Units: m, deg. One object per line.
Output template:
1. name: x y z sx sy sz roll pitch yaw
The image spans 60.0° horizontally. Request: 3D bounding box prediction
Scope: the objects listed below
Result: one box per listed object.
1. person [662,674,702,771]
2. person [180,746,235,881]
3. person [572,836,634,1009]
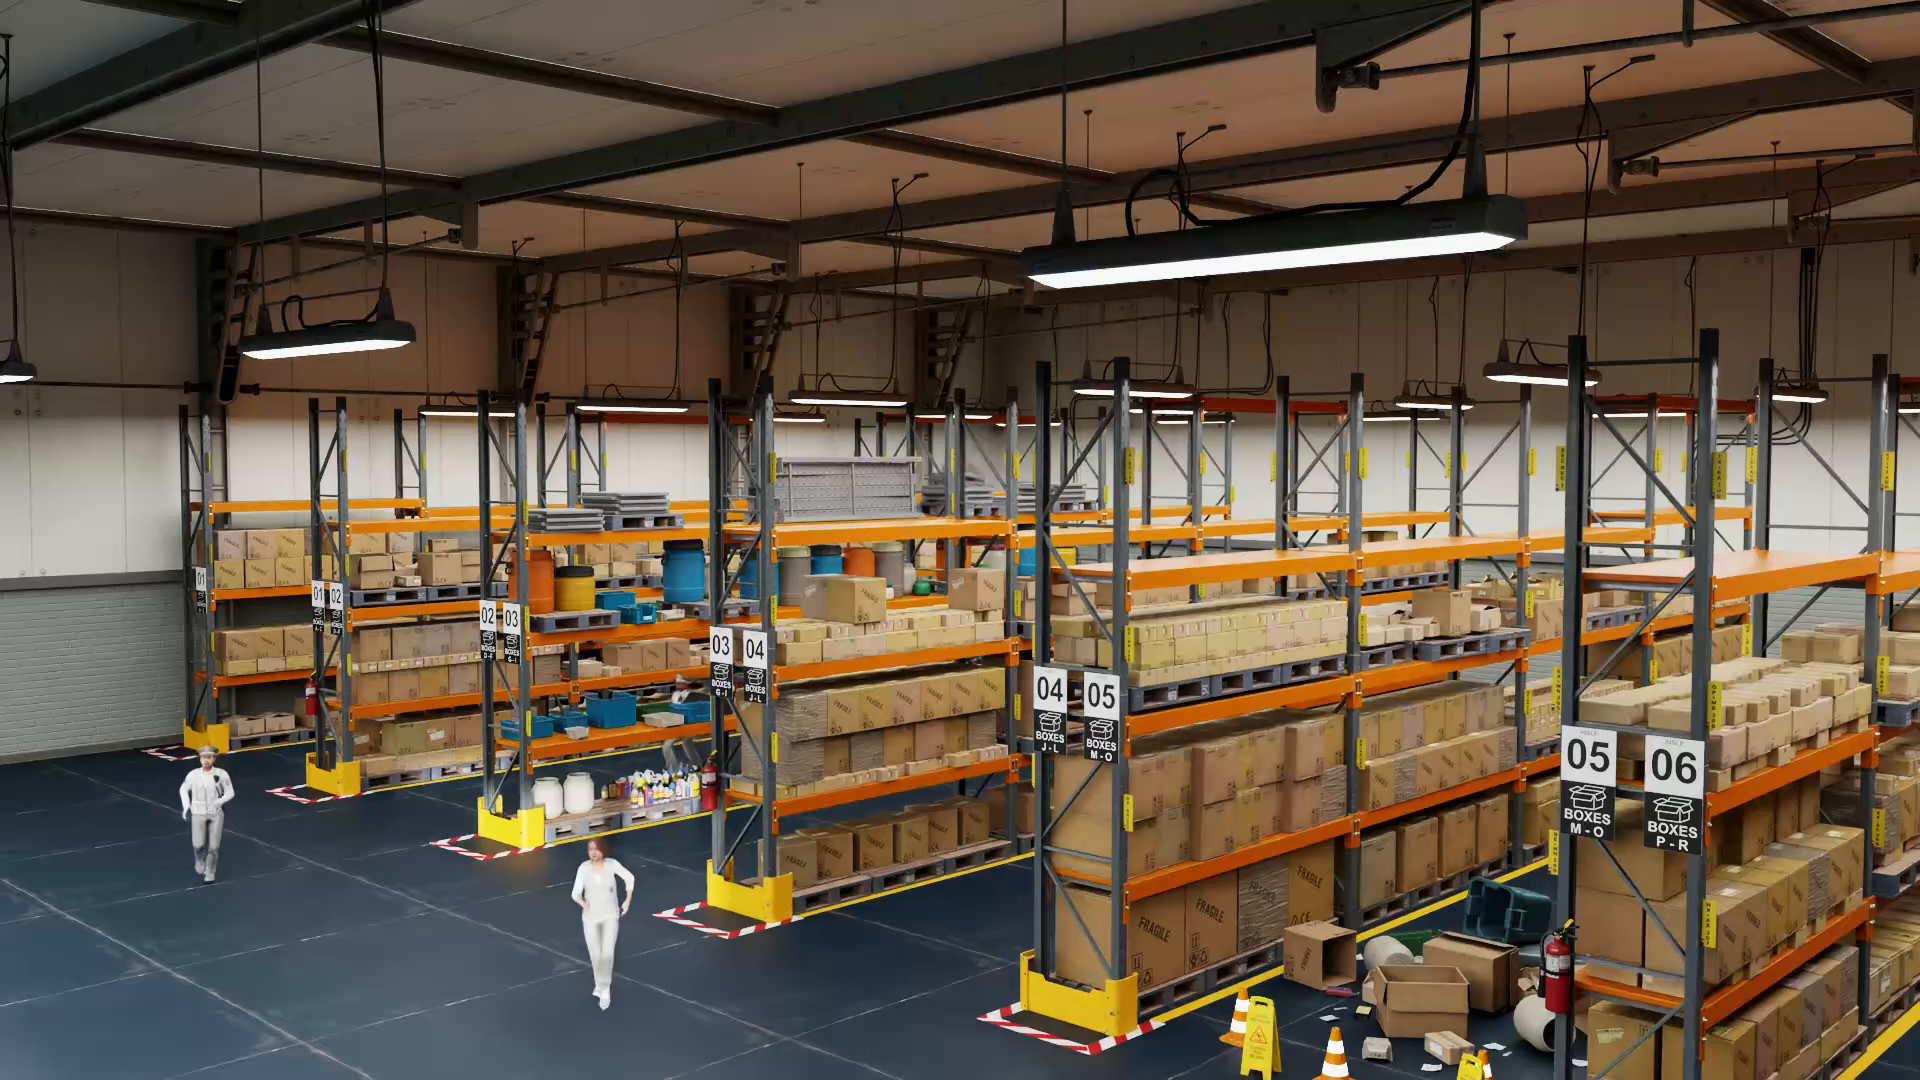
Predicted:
1. person: -4.353 2.959 25.940 0.545 1.759 0.735 2 4 36
2. person: -9.014 3.285 19.909 0.613 1.650 0.550 -1 3 -21
3. person: -3.348 3.560 15.545 0.548 1.585 0.661 0 3 -2
